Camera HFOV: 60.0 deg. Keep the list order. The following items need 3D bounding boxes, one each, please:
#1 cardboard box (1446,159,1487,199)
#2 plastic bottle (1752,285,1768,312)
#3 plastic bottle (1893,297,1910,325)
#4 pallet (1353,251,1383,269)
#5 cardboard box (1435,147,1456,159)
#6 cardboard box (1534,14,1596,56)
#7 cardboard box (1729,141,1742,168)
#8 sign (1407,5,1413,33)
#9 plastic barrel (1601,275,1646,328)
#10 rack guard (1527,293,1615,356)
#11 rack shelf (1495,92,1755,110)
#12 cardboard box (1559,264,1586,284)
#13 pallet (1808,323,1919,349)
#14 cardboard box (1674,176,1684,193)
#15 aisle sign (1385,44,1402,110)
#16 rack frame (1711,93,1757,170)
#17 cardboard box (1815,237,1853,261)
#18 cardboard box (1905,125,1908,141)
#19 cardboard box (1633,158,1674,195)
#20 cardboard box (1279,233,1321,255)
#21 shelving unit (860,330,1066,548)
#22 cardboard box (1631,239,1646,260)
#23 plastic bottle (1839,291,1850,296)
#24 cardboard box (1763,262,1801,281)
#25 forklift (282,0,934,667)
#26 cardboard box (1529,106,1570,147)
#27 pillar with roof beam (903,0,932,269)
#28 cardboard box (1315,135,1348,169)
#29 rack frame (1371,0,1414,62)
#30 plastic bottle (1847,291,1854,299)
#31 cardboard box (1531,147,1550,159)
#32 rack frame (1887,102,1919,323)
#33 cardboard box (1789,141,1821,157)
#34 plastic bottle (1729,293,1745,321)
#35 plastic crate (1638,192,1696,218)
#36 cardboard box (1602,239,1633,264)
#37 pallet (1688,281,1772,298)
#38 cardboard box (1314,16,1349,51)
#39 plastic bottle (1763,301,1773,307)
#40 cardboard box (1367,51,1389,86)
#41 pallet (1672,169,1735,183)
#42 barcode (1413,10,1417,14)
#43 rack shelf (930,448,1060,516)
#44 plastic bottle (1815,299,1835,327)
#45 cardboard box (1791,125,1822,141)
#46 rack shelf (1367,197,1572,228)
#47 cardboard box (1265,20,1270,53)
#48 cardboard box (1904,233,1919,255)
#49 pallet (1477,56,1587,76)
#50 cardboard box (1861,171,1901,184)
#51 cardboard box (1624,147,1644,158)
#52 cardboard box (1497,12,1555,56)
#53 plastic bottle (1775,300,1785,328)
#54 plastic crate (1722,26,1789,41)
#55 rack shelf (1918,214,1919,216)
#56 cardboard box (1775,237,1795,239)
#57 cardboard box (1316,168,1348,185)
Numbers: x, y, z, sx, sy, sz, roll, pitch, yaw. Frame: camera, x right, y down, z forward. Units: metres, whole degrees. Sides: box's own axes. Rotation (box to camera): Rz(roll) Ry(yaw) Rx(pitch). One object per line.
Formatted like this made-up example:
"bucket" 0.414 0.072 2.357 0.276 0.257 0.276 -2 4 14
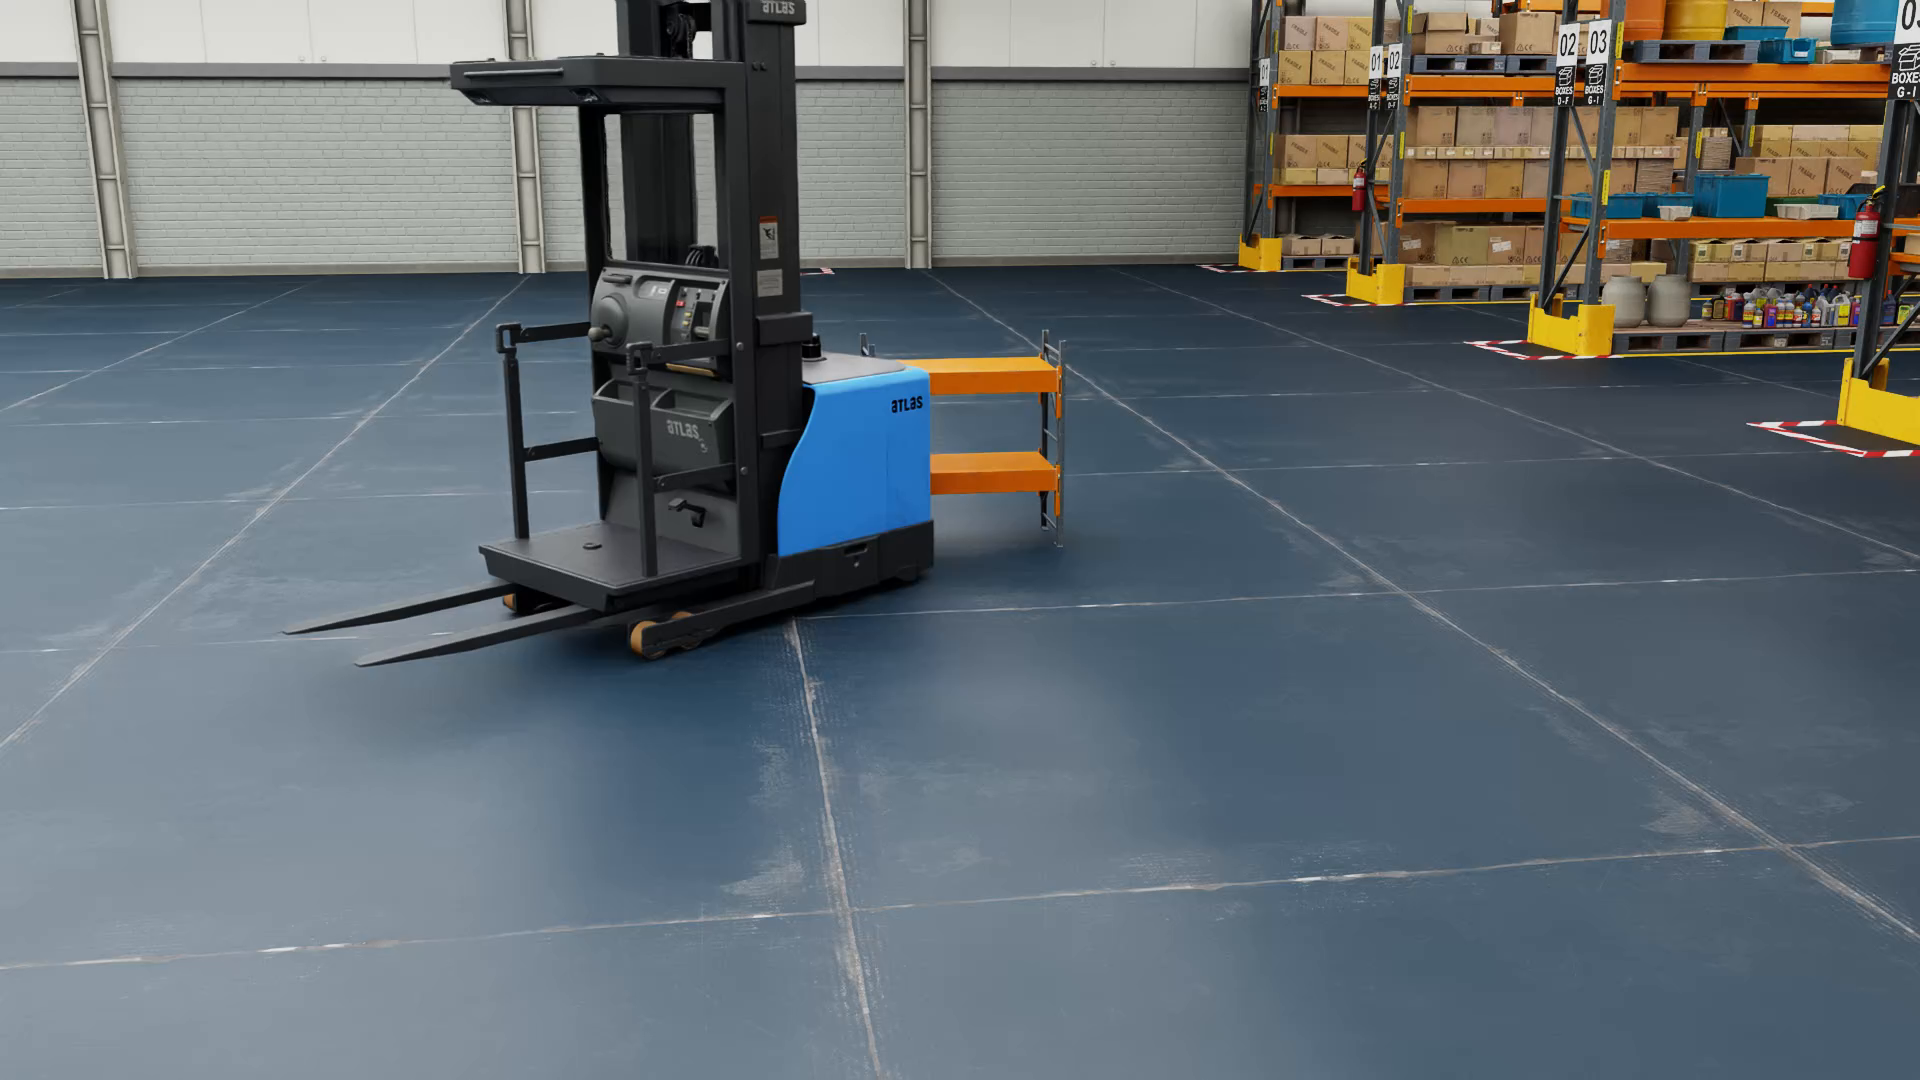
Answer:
"cardboard box" 6.425 -4.687 21.541 0.500 0.500 0.700 -2 14 -7
"plastic bottle" 8.481 -2.528 17.678 0.185 0.351 0.144 -2 14 -6
"plastic bottle" 9.706 -2.357 17.135 0.133 0.283 0.061 -1 14 -5
"pallet" 6.789 -4.511 26.775 1.213 0.211 1.003 -2 14 -8
"cardboard box" 6.124 -4.941 21.217 0.250 0.149 0.380 -2 14 -10
"cardboard box" 7.751 -6.497 21.433 0.637 0.503 0.797 -1 14 -2
"cardboard box" 13.040 -6.369 27.594 0.500 0.500 0.500 -2 14 -8
"sign" 5.520 -6.388 20.403 0.005 0.325 0.100 -2 14 -8
"plastic barrel" 6.816 -2.452 17.086 0.421 0.512 0.421 0 14 0
"rack guard" 6.245 -2.215 17.026 0.348 0.500 1.175 -2 14 -8
"rack shelf" 10.634 -7.120 26.757 4.000 0.370 1.077 -2 14 -8
"cardboard box" 7.984 -3.513 21.853 0.500 0.250 0.500 -2 14 -8
"pallet" 9.462 -2.191 17.526 1.213 0.211 1.003 -2 14 -8
"cardboard box" 9.878 -4.705 22.126 0.500 0.250 0.500 -1 14 -5
"aisle sign" 5.423 -5.790 20.798 0.004 0.787 0.394 -2 14 -8
"rack frame" 12.612 -6.086 27.324 0.127 3.000 1.000 -2 14 -8
"cardboard box" 11.860 -3.921 22.325 0.500 0.311 0.500 -2 14 -9
"cardboard box" 15.636 -6.703 27.382 0.500 0.250 0.500 -2 14 -7
"cardboard box" 8.960 -4.781 21.913 0.500 0.500 0.700 -2 14 -10
"cardboard box" 5.399 -4.709 26.455 0.500 0.311 0.500 -4 15 -15
"shelving unit" 0.007 -0.546 9.086 1.048 1.125 0.538 -2 14 -8
"cardboard box" 8.893 -4.042 22.421 0.500 0.500 0.500 -2 14 -8
"plastic bottle" 9.436 -2.526 17.823 0.135 0.276 0.152 -2 14 -6
"cardboard box" 10.851 -3.612 22.249 0.500 0.250 0.500 -3 14 -10
"forklift" -1.508 -1.047 7.371 1.130 2.935 3.031 13 19 42
"cardboard box" 7.472 -5.355 21.537 0.500 0.500 0.700 -2 14 -8
"pillar with roof beam" -0.027 -7.687 21.373 0.400 9.000 9.100 -2 14 -8
"cardboard box" 5.708 -6.058 25.935 0.500 0.500 0.500 -2 14 -8
"rack frame" 5.443 -7.515 20.687 0.127 3.000 1.000 -2 14 -8
"plastic bottle" 9.453 -2.504 17.720 0.133 0.283 0.061 -2 14 -8
"cardboard box" 7.383 -4.986 21.398 0.250 0.149 0.380 -2 14 -8
"rack frame" 10.132 -3.558 17.244 0.127 3.000 1.000 -2 14 -8
"cardboard box" 13.650 -6.261 27.165 0.500 0.500 0.500 -2 14 -6
"plastic bottle" 8.198 -2.458 17.537 0.133 0.283 0.061 -2 14 -8
"plastic crate" 7.270 -3.453 17.131 0.408 0.251 0.499 -2 14 -8
"cardboard box" 8.476 -3.899 21.850 0.500 0.500 0.500 -2 14 -8
"pallet" 10.121 -3.433 22.478 1.213 0.211 1.003 -2 14 -8
"cardboard box" 5.622 -7.756 25.513 0.500 0.500 0.500 -2 14 -9
"plastic bottle" 8.543 -2.428 17.587 0.097 0.201 0.097 0 14 0
"cardboard box" 6.645 -7.317 25.817 0.500 0.500 0.500 -1 14 -5
"pallet" 11.923 -5.942 27.142 1.003 0.211 1.213 -2 14 -8
"barcode" 7.218 -8.371 26.361 0.075 0.075 0.001 -2 14 -8
"rack shelf" 0.007 -0.309 9.145 1.000 0.278 0.538 -2 14 -8
"plastic bottle" 8.868 -2.334 17.058 0.135 0.276 0.152 -2 14 -7
"cardboard box" 13.631 -6.627 27.079 0.500 0.250 0.500 -2 14 -9
"rack shelf" 7.420 -4.328 21.794 4.000 0.370 1.077 -2 14 -8
"cardboard box" 5.089 -7.873 25.980 0.500 0.500 0.500 -1 14 -6
"cardboard box" 7.166 -2.160 12.185 0.250 0.149 0.380 -2 14 -8
"pallet" 7.355 -6.081 21.320 1.213 0.211 1.003 -2 14 -8
"cardboard box" 12.440 -4.866 22.641 0.500 0.311 0.500 -2 14 -9
"cardboard box" 8.658 -5.033 21.585 0.250 0.149 0.380 -3 14 -10
"cardboard box" 7.126 -6.374 20.950 0.500 0.500 0.500 -2 14 -8
"plastic bottle" 8.355 -2.306 16.957 0.097 0.271 0.097 0 14 0
"plastic crate" 8.018 -5.002 16.867 0.575 0.384 0.392 -2 14 -8
"rack shelf" 12.110 -3.282 17.620 4.000 0.370 1.077 -2 14 -8
"cardboard box" 11.261 -4.031 22.764 0.500 0.311 0.500 -2 14 -9
"cardboard box" 5.742 -5.697 26.038 0.500 0.250 0.500 -3 14 -10
